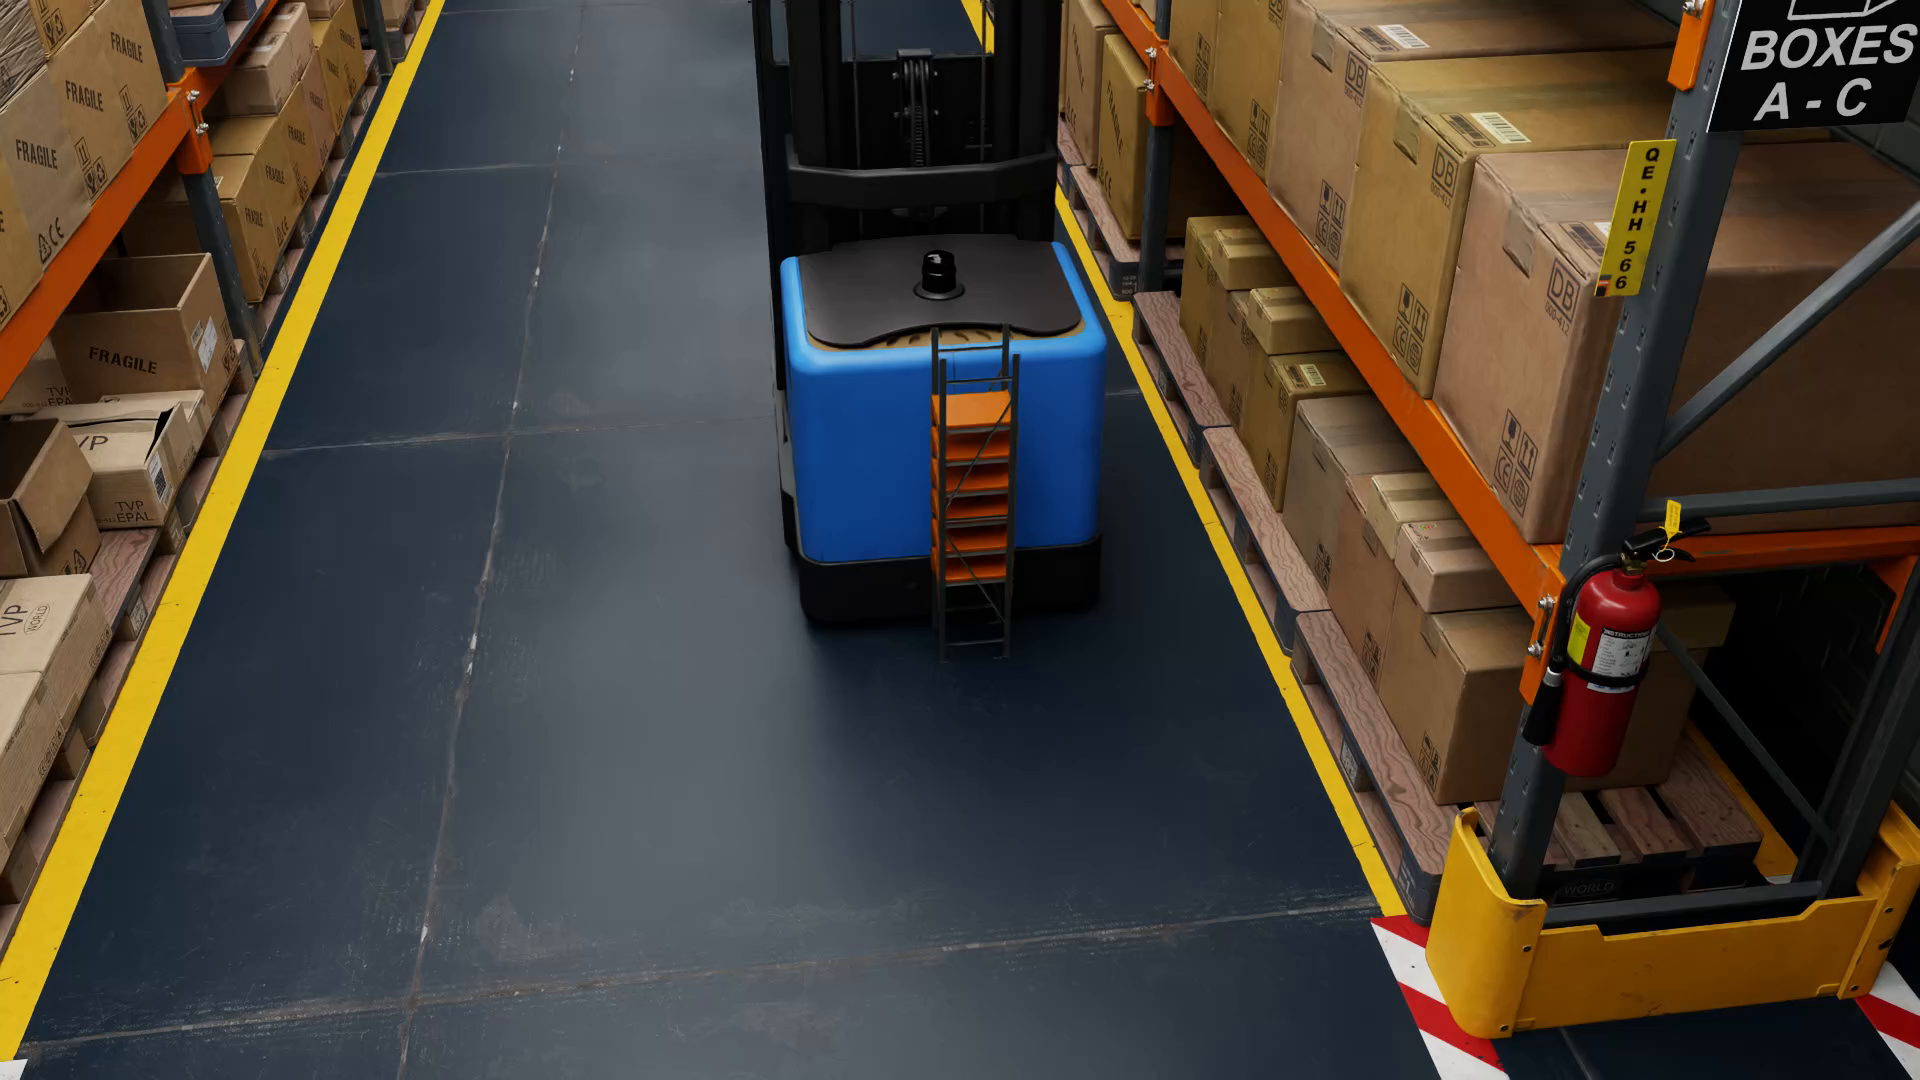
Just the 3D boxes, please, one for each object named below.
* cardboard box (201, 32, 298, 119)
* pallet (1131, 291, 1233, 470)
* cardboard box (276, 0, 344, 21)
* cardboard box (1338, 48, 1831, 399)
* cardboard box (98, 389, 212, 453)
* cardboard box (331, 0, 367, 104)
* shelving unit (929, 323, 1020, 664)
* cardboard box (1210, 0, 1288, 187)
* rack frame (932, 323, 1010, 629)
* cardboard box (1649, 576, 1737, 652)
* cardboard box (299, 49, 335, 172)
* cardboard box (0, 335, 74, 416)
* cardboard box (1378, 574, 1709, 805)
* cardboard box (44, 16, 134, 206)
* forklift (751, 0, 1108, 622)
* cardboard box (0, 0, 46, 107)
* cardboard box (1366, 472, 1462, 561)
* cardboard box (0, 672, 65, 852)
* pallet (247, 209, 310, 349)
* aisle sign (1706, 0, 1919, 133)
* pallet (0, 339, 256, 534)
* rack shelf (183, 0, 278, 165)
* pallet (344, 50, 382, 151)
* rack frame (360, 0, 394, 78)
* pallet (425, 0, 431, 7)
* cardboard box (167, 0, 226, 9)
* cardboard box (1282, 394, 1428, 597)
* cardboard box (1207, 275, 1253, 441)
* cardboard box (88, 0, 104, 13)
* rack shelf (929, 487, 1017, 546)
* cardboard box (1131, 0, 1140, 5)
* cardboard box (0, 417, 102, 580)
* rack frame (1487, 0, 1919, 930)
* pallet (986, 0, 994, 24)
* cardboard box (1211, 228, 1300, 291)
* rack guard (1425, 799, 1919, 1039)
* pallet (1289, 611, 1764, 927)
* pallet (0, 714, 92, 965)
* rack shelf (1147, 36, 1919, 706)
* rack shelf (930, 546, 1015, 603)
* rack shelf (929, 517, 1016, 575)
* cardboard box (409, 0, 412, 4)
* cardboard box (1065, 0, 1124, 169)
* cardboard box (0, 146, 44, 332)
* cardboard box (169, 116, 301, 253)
[{"bbox_3d":[-3.535,-2.246,8.045,0.500,0.250,0.500,-4,35,-6],"label":"cardboard box"},{"bbox_3d":[1.356,-0.735,7.142,1.003,0.211,1.213,-4,35,-6],"label":"pallet"},{"bbox_3d":[-3.745,-3.096,9.293,0.500,0.250,0.500,-3,34,-5],"label":"cardboard box"},{"bbox_3d":[1.682,-0.899,4.639,0.980,0.700,0.700,-5,35,-7],"label":"cardboard box"},{"bbox_3d":[-3.109,-0.443,6.378,0.380,0.149,0.250,-4,35,-6],"label":"cardboard box"},{"bbox_3d":[-3.756,-2.817,9.550,0.500,0.500,0.500,-3,34,-5],"label":"cardboard box"},{"bbox_3d":[0.041,-0.121,5.354,0.258,1.200,0.189,-4,38,-7],"label":"shelving unit"},{"bbox_3d":[1.481,-1.730,5.859,0.980,0.700,0.700,-5,35,-8],"label":"cardboard box"},{"bbox_3d":[0.028,-0.177,5.426,0.240,1.200,0.006,-4,38,-7],"label":"rack frame"},{"bbox_3d":[1.891,0.177,4.597,0.380,0.149,0.250,-4,34,-6],"label":"cardboard box"},{"bbox_3d":[-3.610,-2.236,8.697,0.500,0.500,0.500,-6,35,-8],"label":"cardboard box"},{"bbox_3d":[-3.735,-0.761,6.700,0.500,0.311,0.500,-4,35,-6],"label":"cardboard box"},{"bbox_3d":[1.676,0.391,4.860,0.700,0.500,0.500,-4,35,-6],"label":"cardboard box"},{"bbox_3d":[-3.185,-1.435,5.603,0.500,0.500,0.500,-3,34,-5],"label":"cardboard box"},{"bbox_3d":[-0.219,-1.747,6.211,1.130,2.935,3.031,-4,35,-6],"label":"forklift"},{"bbox_3d":[-3.113,-1.566,4.907,0.500,0.500,0.500,-4,34,-6],"label":"cardboard box"},{"bbox_3d":[1.443,-0.078,4.971,0.380,0.149,0.250,-3,34,-5],"label":"cardboard box"},{"bbox_3d":[-2.898,0.642,4.695,0.500,0.250,0.500,-4,35,-6],"label":"cardboard box"},{"bbox_3d":[-3.724,-1.239,7.881,1.003,0.211,1.213,-4,35,-6],"label":"pallet"},{"bbox_3d":[1.582,-1.097,2.888,0.394,0.787,0.004,-4,35,-6],"label":"aisle sign"},{"bbox_3d":[-3.485,-0.405,6.657,1.003,0.211,1.213,-4,35,-6],"label":"pallet"},{"bbox_3d":[-3.846,-2.759,8.274,1.077,0.370,4.000,-4,35,-6],"label":"rack shelf"},{"bbox_3d":[-4.052,-2.601,9.879,1.003,0.211,1.213,-4,35,-6],"label":"pallet"},{"bbox_3d":[-4.115,-4.173,9.709,1.000,3.000,0.127,-4,35,-6],"label":"rack frame"},{"bbox_3d":[-4.348,-4.162,12.170,1.003,0.211,1.213,-4,35,-6],"label":"pallet"},{"bbox_3d":[-3.419,-2.437,6.700,0.700,0.500,0.500,-16,37,-22],"label":"cardboard box"},{"bbox_3d":[1.540,-0.169,5.681,0.700,0.500,0.500,-5,35,-8],"label":"cardboard box"},{"bbox_3d":[1.395,-0.753,6.538,0.700,0.500,0.500,-5,35,-7],"label":"cardboard box"},{"bbox_3d":[-3.252,-2.133,5.739,0.500,0.500,0.500,-4,34,-6],"label":"cardboard box"},{"bbox_3d":[0.040,-0.086,5.381,0.258,0.103,0.180,-4,38,-7],"label":"rack shelf"},{"bbox_3d":[0.948,-2.529,7.502,0.380,0.149,0.250,-4,34,-5],"label":"cardboard box"},{"bbox_3d":[-3.319,-0.043,5.475,0.797,0.503,0.637,-4,35,-6],"label":"cardboard box"},{"bbox_3d":[1.869,-0.086,3.712,1.000,3.000,0.127,-4,35,-6],"label":"rack frame"},{"bbox_3d":[0.690,-3.834,11.688,1.003,0.211,1.213,-4,35,-6],"label":"pallet"},{"bbox_3d":[1.196,-1.096,6.466,0.380,0.149,0.250,-3,34,-5],"label":"cardboard box"},{"bbox_3d":[1.873,0.961,4.396,1.175,0.500,0.348,-4,35,-6],"label":"rack guard"},{"bbox_3d":[1.684,0.626,5.144,1.003,0.211,1.213,-4,35,-6],"label":"pallet"},{"bbox_3d":[-3.157,0.957,4.659,1.003,0.211,1.213,-4,35,-6],"label":"pallet"},{"bbox_3d":[1.600,-0.905,5.552,1.077,0.370,4.000,-4,35,-6],"label":"rack shelf"},{"bbox_3d":[0.038,0.104,5.527,0.258,0.103,0.180,-4,38,-7],"label":"rack shelf"},{"bbox_3d":[0.039,0.009,5.454,0.258,0.103,0.180,-4,38,-7],"label":"rack shelf"},{"bbox_3d":[-3.963,-3.805,11.238,0.500,0.250,0.500,-5,35,-8],"label":"cardboard box"},{"bbox_3d":[0.993,-2.452,8.720,0.750,0.750,0.750,-3,34,-5],"label":"cardboard box"},{"bbox_3d":[-3.042,-0.864,4.766,0.500,0.500,0.500,-4,34,-6],"label":"cardboard box"},{"bbox_3d":[-3.483,-1.675,7.873,0.500,0.500,0.500,-4,34,-6],"label":"cardboard box"}]
